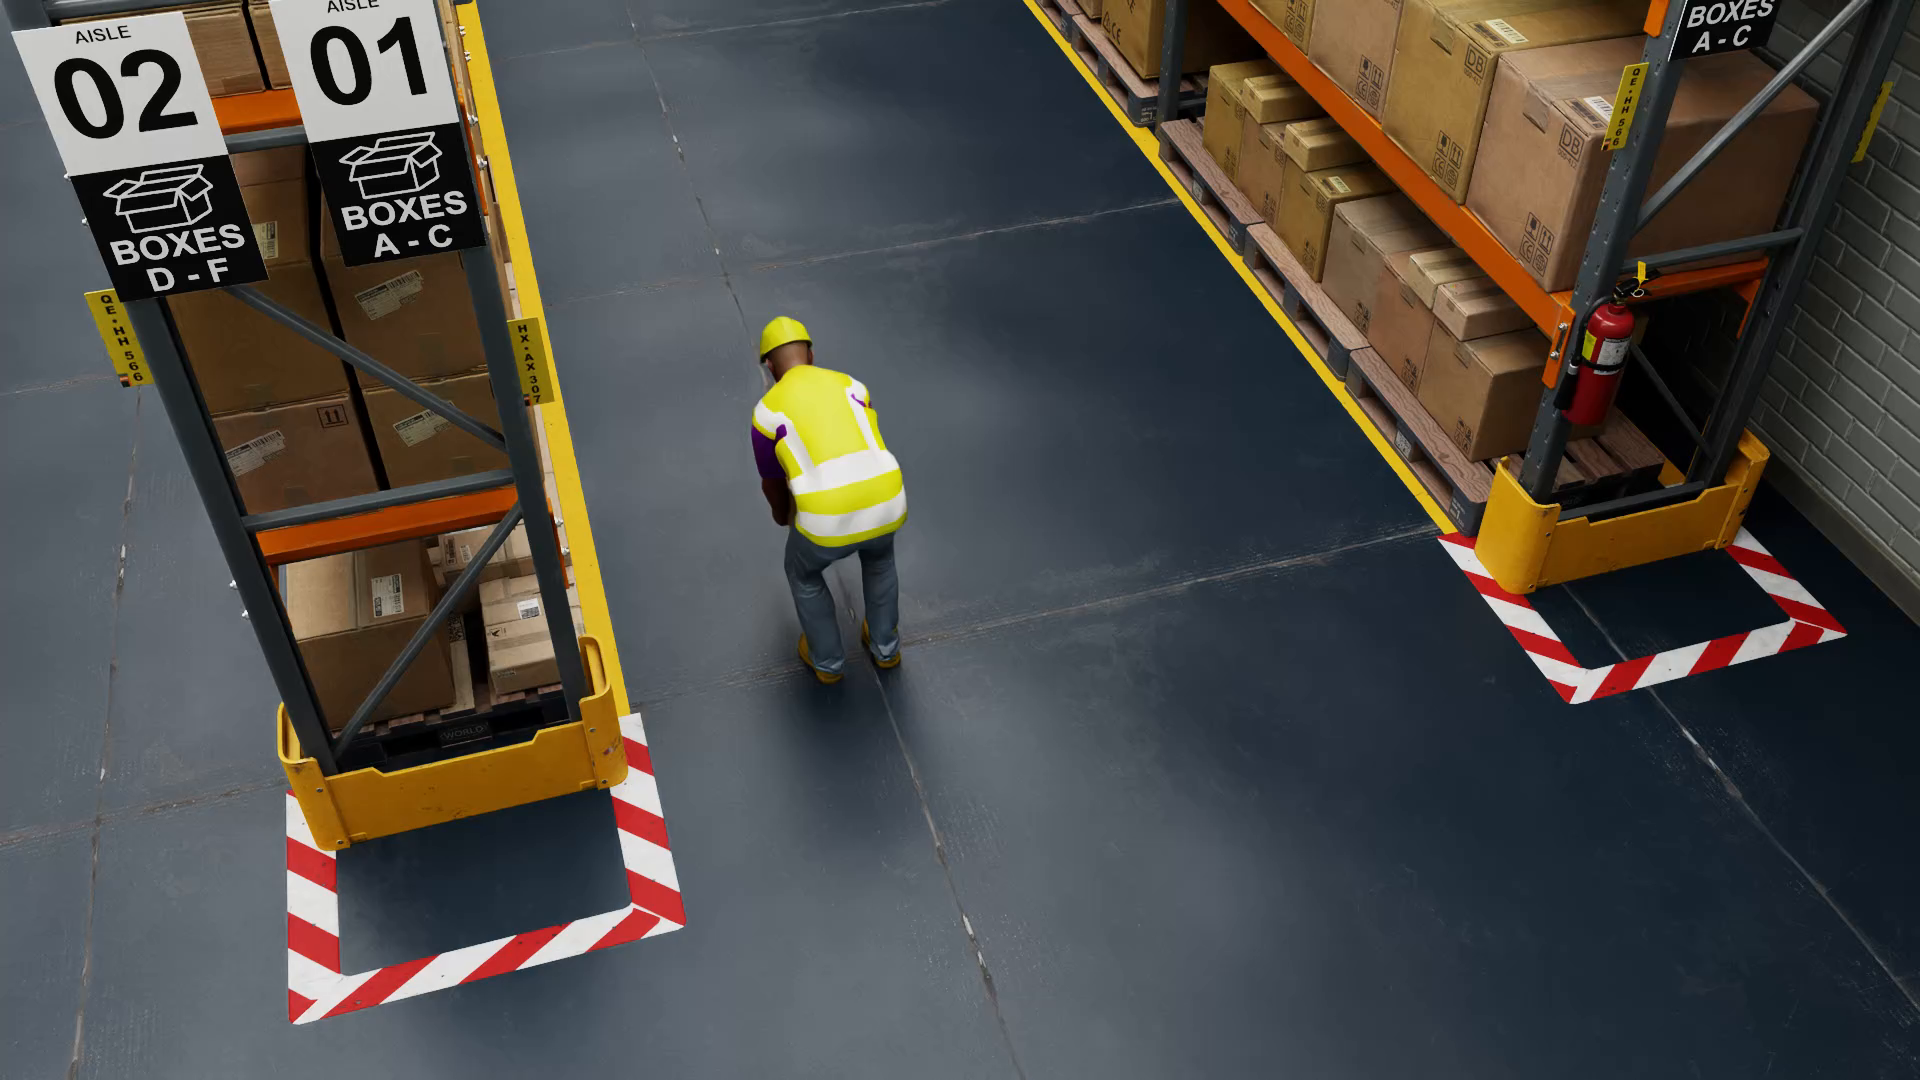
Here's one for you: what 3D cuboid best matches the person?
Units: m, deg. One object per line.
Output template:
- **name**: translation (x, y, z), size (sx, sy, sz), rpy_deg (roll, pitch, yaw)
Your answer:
- **person**: translation (-0.542, -0.141, 6.613), size (0.491, 1.342, 0.912), rpy_deg (-17, 45, -18)
